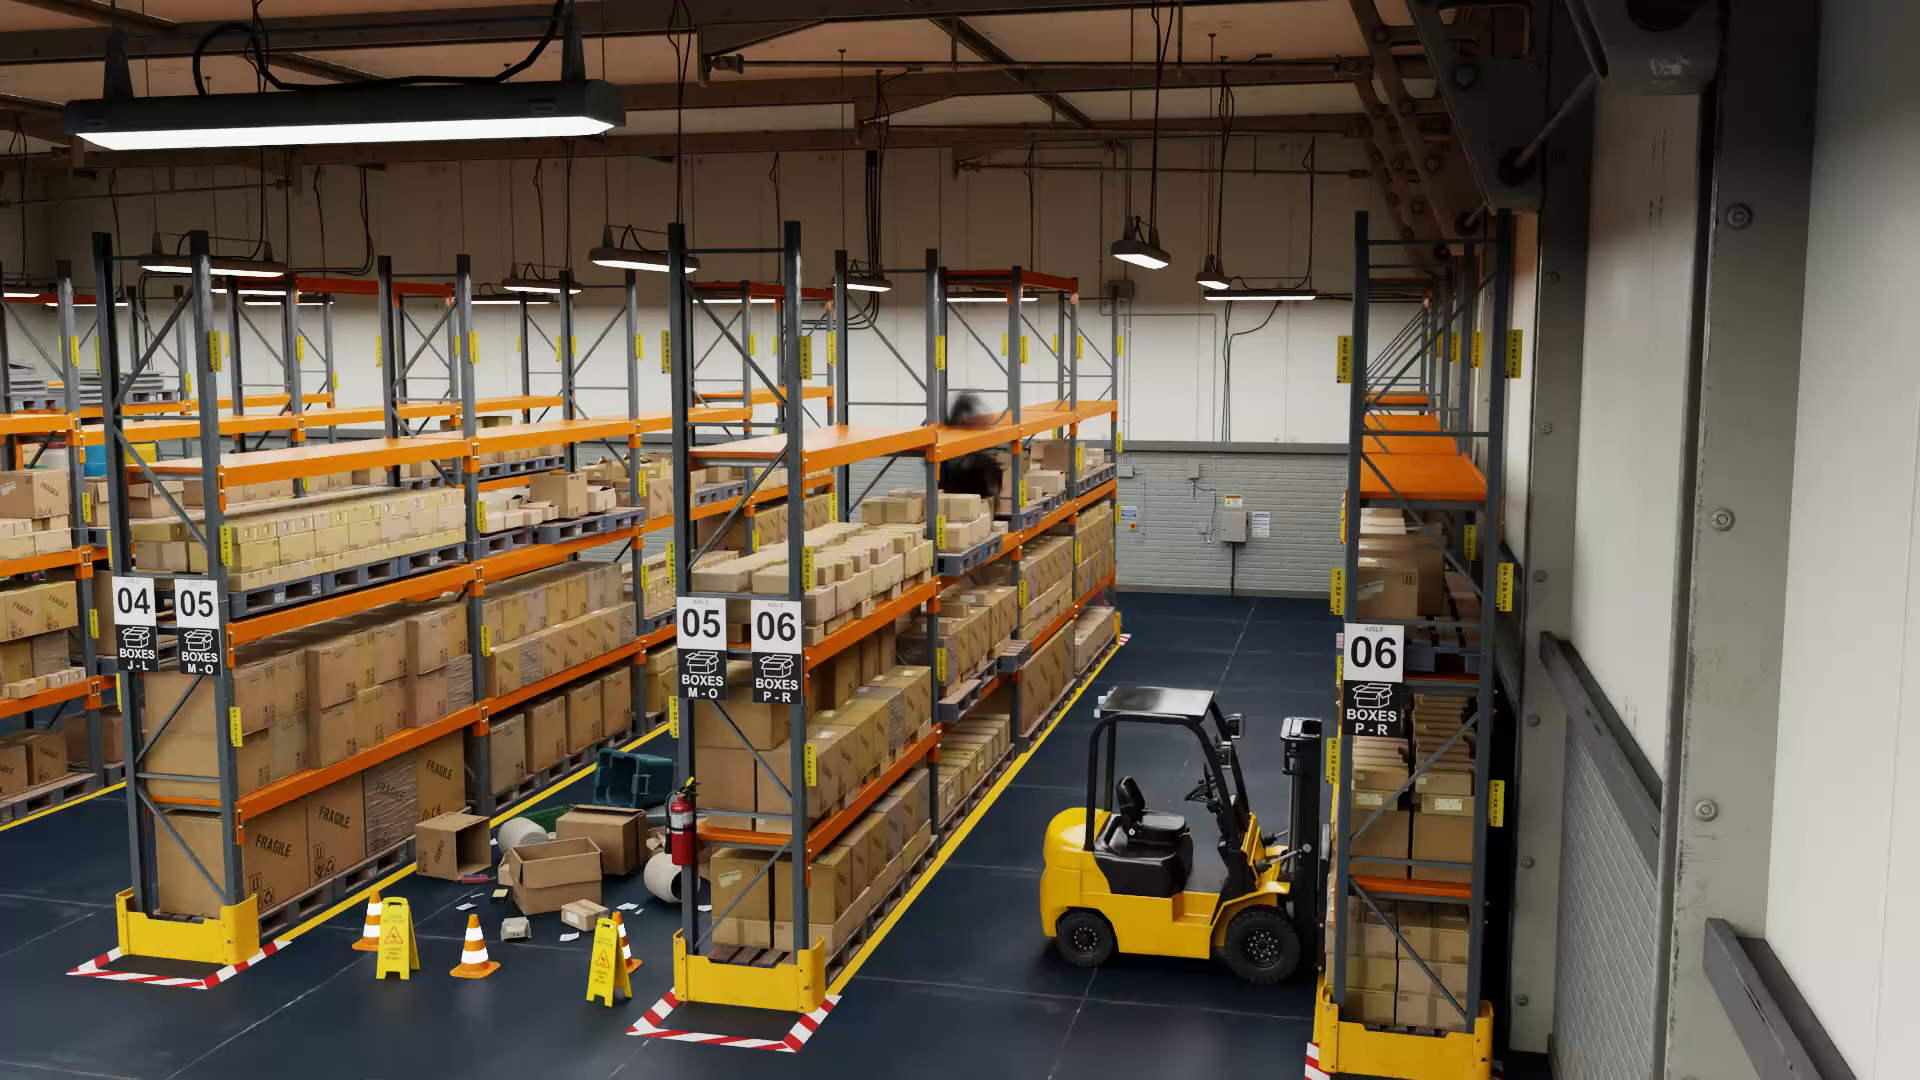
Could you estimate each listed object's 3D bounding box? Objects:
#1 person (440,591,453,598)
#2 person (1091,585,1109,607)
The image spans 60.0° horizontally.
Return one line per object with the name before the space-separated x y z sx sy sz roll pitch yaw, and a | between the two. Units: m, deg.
person | -6.832 1.591 22.358 0.721 1.821 0.723 1 7 11
person | -4.358 0.513 23.057 3.797 3.690 19.138 5 9 37
